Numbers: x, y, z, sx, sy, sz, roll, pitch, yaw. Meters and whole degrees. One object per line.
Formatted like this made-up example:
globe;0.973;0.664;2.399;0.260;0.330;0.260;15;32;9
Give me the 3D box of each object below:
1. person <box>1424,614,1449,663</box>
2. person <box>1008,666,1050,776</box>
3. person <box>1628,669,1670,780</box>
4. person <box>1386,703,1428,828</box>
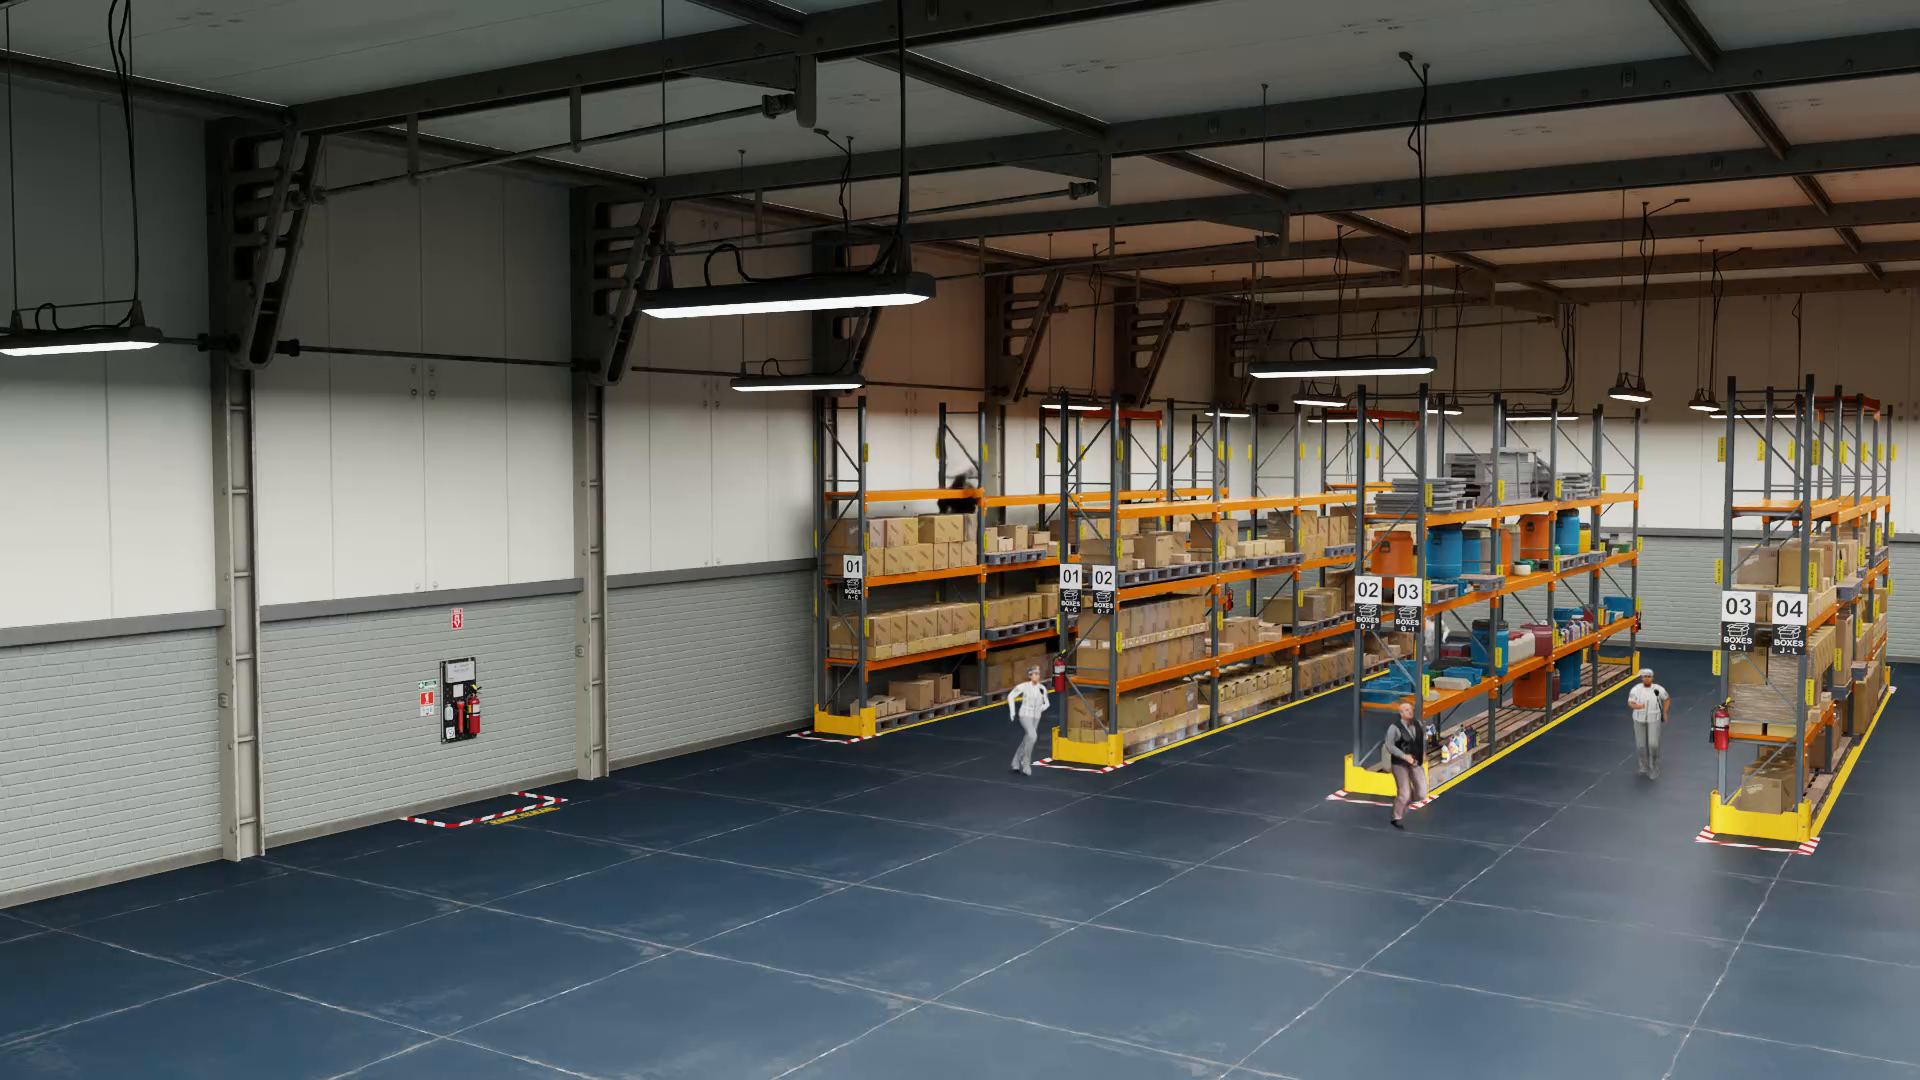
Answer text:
person;10.094;2.286;35.483;0.613;1.712;0.924;1;3;24
person;1.120;2.795;26.013;0.595;1.660;0.658;-2;3;-28
person;10.597;2.836;25.618;0.576;1.712;0.716;2;3;30
person;5.986;3.005;22.131;0.683;1.683;0.631;-1;3;-18
